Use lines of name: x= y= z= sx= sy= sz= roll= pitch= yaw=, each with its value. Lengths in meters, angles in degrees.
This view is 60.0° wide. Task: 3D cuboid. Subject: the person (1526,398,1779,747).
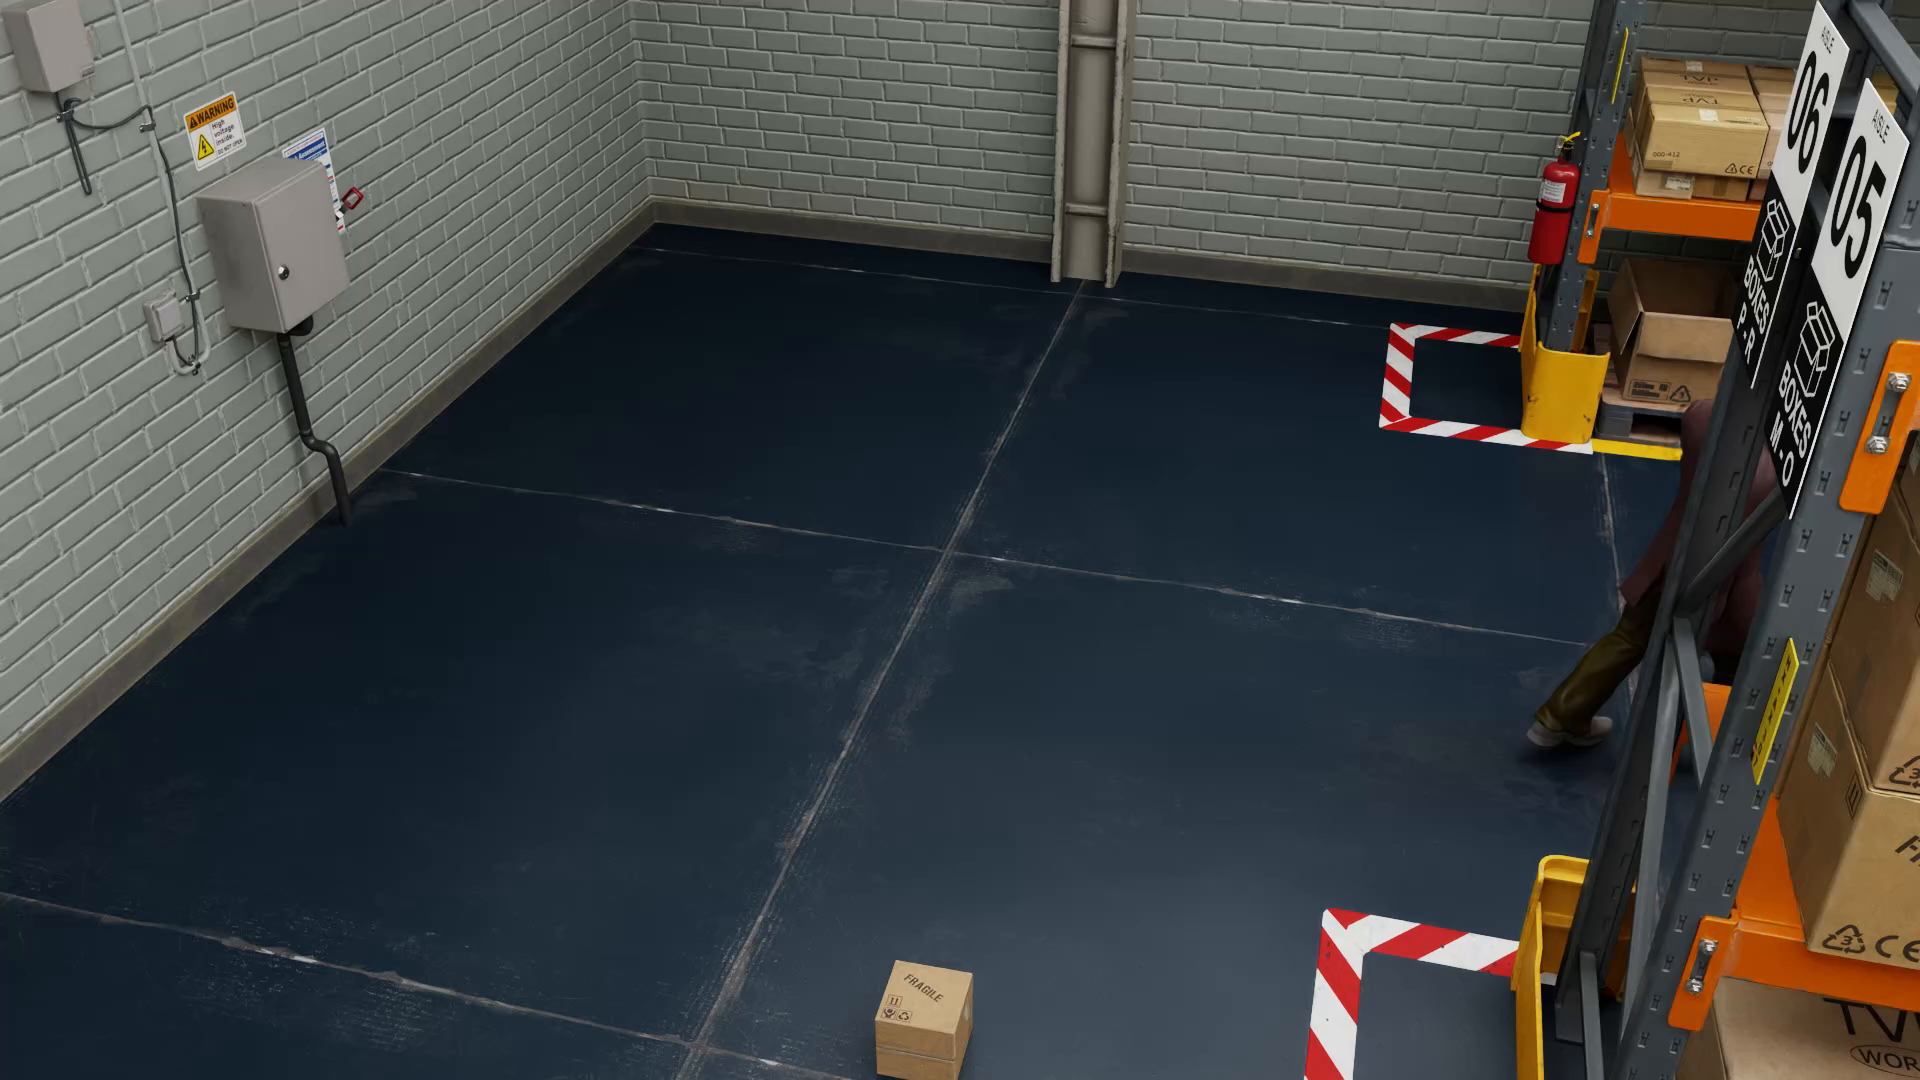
person: x=2.731 y=0.092 z=6.000 sx=1.083 sy=1.733 sz=0.643 roll=-4 pitch=33 yaw=-6
